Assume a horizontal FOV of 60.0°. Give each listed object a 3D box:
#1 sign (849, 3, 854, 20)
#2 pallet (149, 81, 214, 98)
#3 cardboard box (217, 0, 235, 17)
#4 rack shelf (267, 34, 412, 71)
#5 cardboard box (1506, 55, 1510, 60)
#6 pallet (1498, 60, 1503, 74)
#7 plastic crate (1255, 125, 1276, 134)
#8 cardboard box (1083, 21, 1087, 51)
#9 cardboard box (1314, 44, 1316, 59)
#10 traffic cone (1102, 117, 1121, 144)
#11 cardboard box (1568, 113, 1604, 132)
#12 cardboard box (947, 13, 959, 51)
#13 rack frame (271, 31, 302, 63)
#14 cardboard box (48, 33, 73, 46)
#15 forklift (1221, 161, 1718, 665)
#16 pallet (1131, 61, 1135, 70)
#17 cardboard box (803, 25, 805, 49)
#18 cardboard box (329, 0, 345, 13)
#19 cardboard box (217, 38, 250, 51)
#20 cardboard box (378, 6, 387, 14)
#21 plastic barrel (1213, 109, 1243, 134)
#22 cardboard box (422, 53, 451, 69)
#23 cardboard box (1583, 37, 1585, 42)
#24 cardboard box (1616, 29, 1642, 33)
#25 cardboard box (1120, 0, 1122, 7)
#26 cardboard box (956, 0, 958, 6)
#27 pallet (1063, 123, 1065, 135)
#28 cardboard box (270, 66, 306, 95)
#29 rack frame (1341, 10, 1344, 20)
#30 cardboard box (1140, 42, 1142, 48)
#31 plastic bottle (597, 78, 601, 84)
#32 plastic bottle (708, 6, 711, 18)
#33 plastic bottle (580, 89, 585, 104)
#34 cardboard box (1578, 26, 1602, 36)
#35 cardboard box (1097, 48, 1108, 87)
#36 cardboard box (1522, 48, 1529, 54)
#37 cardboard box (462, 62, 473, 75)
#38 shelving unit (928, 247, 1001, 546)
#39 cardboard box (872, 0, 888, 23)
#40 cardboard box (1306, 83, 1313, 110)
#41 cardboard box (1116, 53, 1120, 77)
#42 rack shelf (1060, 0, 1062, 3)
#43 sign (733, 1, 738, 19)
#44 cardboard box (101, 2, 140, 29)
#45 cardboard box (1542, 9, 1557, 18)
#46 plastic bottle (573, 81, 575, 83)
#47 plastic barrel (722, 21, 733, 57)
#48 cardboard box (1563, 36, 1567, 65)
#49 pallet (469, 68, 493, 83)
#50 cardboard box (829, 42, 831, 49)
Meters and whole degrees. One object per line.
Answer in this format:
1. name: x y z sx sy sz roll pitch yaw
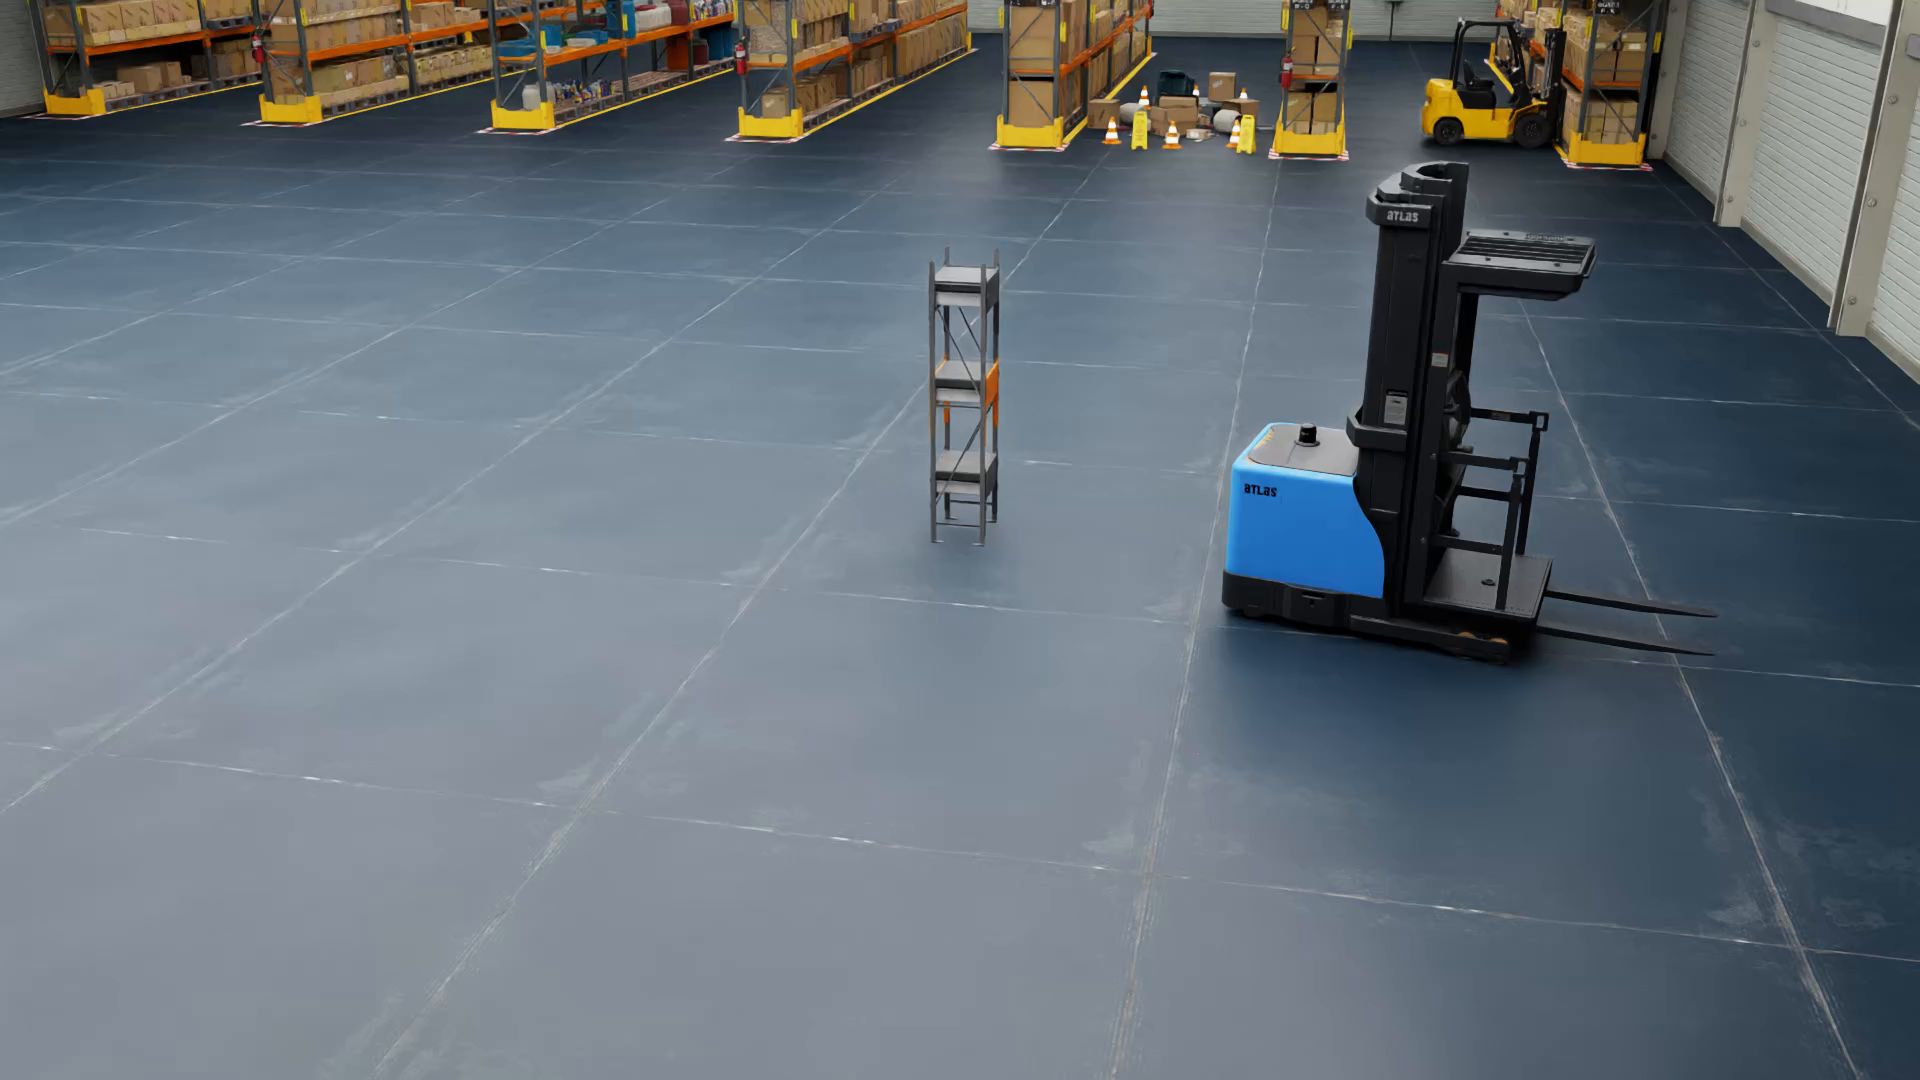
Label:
1. sign: -2.214 -10.805 34.008 0.100 0.325 0.005 4 22 11
2. pallet: -17.397 -10.033 36.982 1.003 0.211 1.213 4 22 11
3. cardboard box: -17.036 -12.212 37.939 0.700 0.500 0.500 7 23 16
4. rack shelf: -12.852 -10.133 34.462 1.077 0.370 4.000 4 22 11
5. cardboard box: 13.346 -11.518 40.036 0.396 0.266 0.258 5 23 13
6. pallet: 13.835 -11.640 40.974 1.003 0.211 1.213 4 22 11
7. plastic crate: 5.831 -7.820 31.664 0.402 0.080 0.583 -3 22 -8
8. cardboard box: 2.024 -9.960 32.869 0.875 0.550 0.550 4 22 11
9. cardboard box: 6.191 -8.993 30.135 0.500 0.500 0.500 4 22 11
10. traffic cone: 2.770 -7.473 30.290 0.336 0.463 0.334 4 22 11
11. cardboard box: 10.791 -7.200 28.664 0.500 0.250 0.500 4 22 10
12. cardboard box: -0.536 -13.467 44.058 0.875 0.875 0.875 4 22 11
13. rack frame: -16.478 -13.037 40.710 1.000 3.000 0.127 4 22 11
14. cardboard box: -18.205 -10.237 33.931 0.500 0.250 0.500 5 22 12
15. forklift: 3.313 -0.805 10.428 3.031 2.935 1.130 10 24 22
16. pallet: 3.823 -11.907 41.637 1.003 0.211 1.213 4 22 11
17. cardboard box: -3.440 -9.554 31.530 0.875 0.500 0.500 4 22 11
18. cardboard box: -12.938 -10.950 33.656 0.700 0.500 0.500 5 22 11
19. cardboard box: -16.972 -11.589 38.868 0.500 0.250 0.500 4 22 9
20. cardboard box: -12.393 -11.244 35.254 0.380 0.149 0.250 4 22 9
21. plastic barrel: 5.078 -7.899 31.401 0.421 0.421 0.512 -16 27 -35
22. cardboard box: -11.904 -10.882 37.726 0.500 0.311 0.500 4 22 9
23. cardboard box: 10.992 -8.618 28.734 0.380 0.149 0.250 4 22 11
24. cardboard box: 11.402 -8.629 28.364 0.380 0.149 0.250 5 22 12
25. cardboard box: 3.567 -12.526 38.816 0.380 0.149 0.250 5 22 11
26. cardboard box: -0.256 -14.185 43.896 0.380 0.149 0.250 4 22 10
27. pallet: 1.358 -7.569 30.864 1.003 0.211 1.213 4 22 11
28. cardboard box: -13.442 -9.221 33.350 0.500 0.500 0.500 4 22 11
29. rack frame: 6.954 -9.686 32.389 1.000 3.000 0.127 4 22 11
30. cardboard box: 4.511 -12.830 43.052 0.380 0.149 0.250 5 22 12
31. plastic bottle: -7.586 -9.548 35.003 0.144 0.351 0.185 4 22 11
32. plastic bottle: -6.089 -12.819 40.340 0.097 0.271 0.097 0 22 0
33. plastic bottle: -7.673 -9.021 33.785 0.061 0.283 0.133 5 22 12
34. cardboard box: 10.980 -8.858 28.933 0.380 0.149 0.250 5 22 12
35. cardboard box: 2.692 -10.425 36.673 1.050 0.750 0.750 4 22 10
36. cardboard box: 12.961 -11.069 37.737 0.380 0.149 0.250 4 22 11
37. cardboard box: -11.704 -10.997 38.762 0.500 0.250 0.500 5 22 12
38. shelving unit: 0.034 -1.035 12.112 0.431 2.100 0.503 4 22 11
39. cardboard box: -2.018 -11.734 36.777 0.700 0.500 0.500 8 23 19
40. cardboard box: 6.259 -8.179 30.761 0.500 0.500 0.500 4 22 10
41. cardboard box: 3.397 -10.948 38.307 0.500 0.500 0.500 5 22 12
42. rack shelf: 1.680 -10.353 30.992 1.077 0.370 4.000 4 22 11
43. sign: -4.103 -9.712 30.481 0.100 0.325 0.005 4 22 11
44. cardboard box: -17.497 -10.919 34.621 0.500 0.500 0.500 4 22 9
45. cardboard box: 12.197 -10.832 34.231 0.380 0.149 0.250 5 22 12
46. plastic bottle: -8.129 -9.557 35.124 0.152 0.276 0.135 5 23 13
47. plastic barrel: -6.091 -12.769 42.290 0.600 0.901 0.708 4 22 11
48. cardboard box: 11.378 -9.022 30.605 0.500 0.500 0.500 5 22 12
49. pallet: -11.834 -11.070 39.557 1.003 0.211 1.213 4 22 11
50. cardboard box: -2.795 -9.865 33.170 0.380 0.149 0.250 4 22 11
